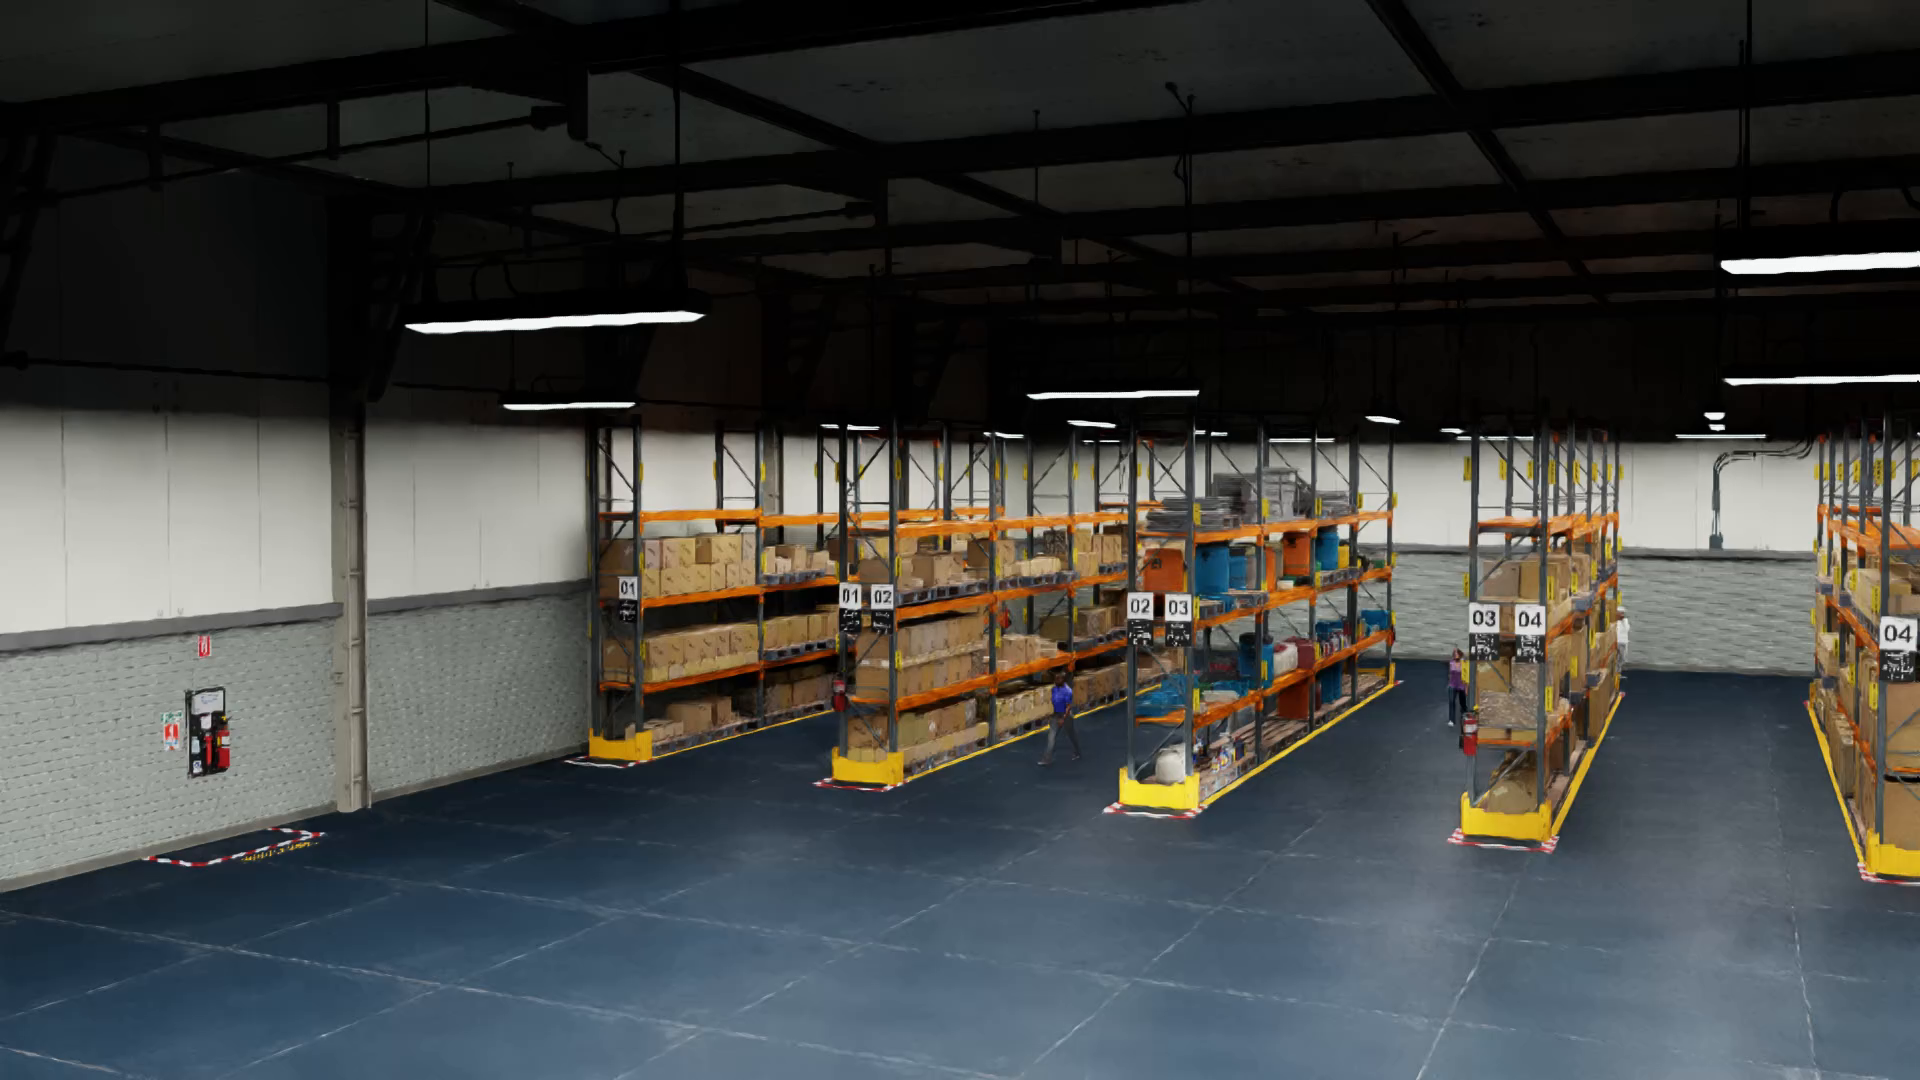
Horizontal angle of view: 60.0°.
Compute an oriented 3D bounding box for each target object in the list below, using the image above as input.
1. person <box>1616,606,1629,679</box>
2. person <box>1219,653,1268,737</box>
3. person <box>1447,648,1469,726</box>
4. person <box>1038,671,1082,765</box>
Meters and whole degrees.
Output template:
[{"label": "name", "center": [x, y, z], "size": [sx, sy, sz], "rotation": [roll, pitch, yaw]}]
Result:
[{"label": "person", "center": [15.780, 2.467, 40.153], "size": [0.741, 1.769, 0.523], "rotation": [-1, 2, -16]}, {"label": "person", "center": [5.356, 2.856, 31.176], "size": [1.054, 1.732, 0.636], "rotation": [-2, 3, -44]}, {"label": "person", "center": [9.847, 2.900, 32.816], "size": [0.416, 1.489, 1.034], "rotation": [1, 3, 24]}, {"label": "person", "center": [1.739, 3.024, 28.345], "size": [0.443, 1.586, 1.001], "rotation": [2, 3, 34]}]
